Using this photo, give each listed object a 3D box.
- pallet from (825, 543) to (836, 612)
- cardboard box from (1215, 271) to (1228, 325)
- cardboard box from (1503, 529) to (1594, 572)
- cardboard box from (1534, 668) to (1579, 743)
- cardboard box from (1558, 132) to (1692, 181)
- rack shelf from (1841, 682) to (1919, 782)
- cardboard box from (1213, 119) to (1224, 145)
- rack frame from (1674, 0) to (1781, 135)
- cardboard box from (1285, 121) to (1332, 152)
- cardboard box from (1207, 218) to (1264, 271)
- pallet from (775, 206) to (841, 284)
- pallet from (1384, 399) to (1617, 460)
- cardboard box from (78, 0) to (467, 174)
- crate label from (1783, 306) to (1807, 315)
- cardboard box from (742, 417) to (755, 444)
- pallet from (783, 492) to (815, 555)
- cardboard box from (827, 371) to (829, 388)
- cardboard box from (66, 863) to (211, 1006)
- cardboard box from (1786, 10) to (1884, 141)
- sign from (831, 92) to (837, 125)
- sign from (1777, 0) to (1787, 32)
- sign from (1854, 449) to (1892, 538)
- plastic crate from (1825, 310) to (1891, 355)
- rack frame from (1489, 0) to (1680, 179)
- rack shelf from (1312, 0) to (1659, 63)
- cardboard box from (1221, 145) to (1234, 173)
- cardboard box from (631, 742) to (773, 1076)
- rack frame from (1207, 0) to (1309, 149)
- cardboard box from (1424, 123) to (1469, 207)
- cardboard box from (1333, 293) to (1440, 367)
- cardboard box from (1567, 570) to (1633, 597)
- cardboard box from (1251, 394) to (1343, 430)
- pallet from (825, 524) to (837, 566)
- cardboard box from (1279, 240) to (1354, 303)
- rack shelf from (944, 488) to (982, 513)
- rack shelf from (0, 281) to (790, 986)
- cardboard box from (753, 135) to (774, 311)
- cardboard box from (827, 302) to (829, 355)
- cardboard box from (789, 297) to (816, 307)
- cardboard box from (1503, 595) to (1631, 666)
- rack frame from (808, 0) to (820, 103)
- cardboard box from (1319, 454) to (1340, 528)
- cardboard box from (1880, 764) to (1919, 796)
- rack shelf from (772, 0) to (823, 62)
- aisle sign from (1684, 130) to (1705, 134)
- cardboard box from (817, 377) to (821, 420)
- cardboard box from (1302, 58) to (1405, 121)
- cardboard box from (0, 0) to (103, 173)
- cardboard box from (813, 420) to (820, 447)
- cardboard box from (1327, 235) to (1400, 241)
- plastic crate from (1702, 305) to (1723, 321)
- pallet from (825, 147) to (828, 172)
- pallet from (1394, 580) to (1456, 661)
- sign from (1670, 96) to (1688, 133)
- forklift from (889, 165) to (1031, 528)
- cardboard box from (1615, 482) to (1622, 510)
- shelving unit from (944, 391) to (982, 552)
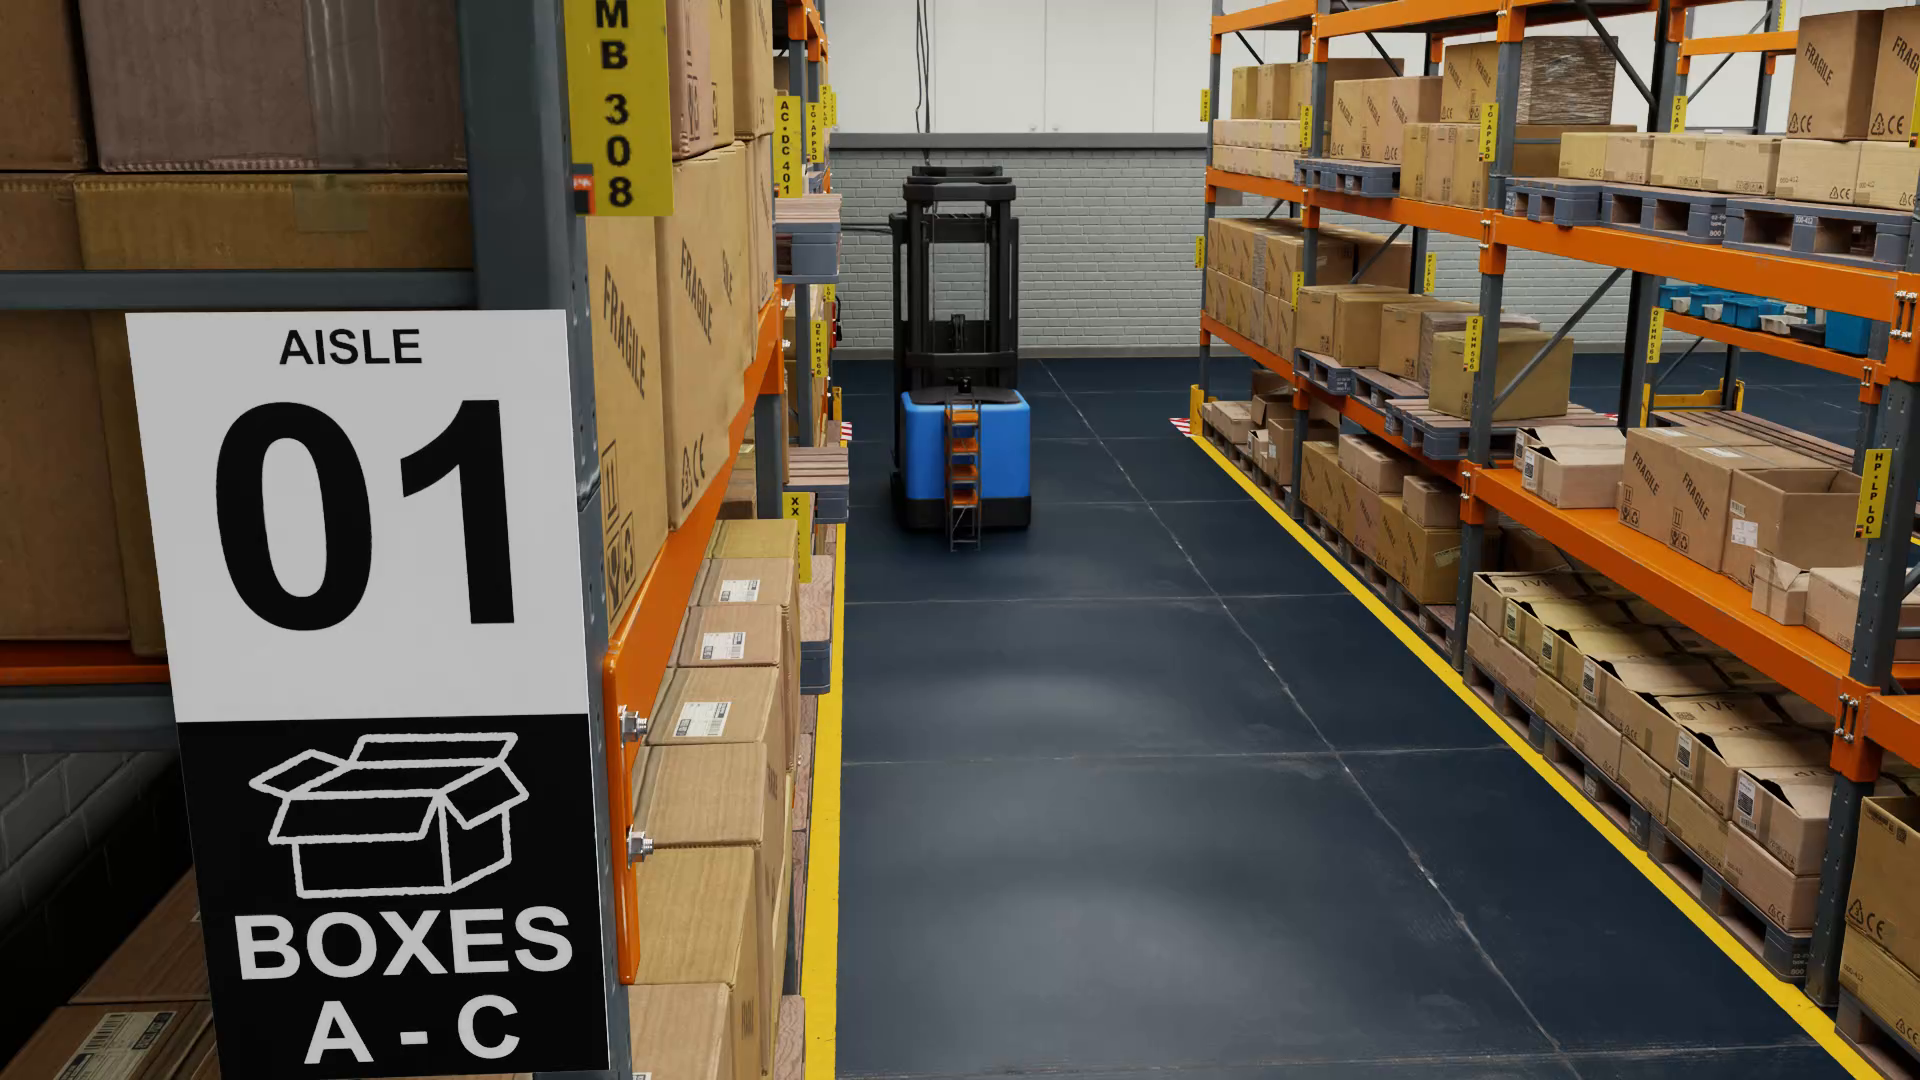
[{"bbox_3d":[-1.406,0.279,12.019,1.003,0.211,1.213,-1,14,-3],"label":"pallet"},{"bbox_3d":[2.890,-2.444,16.806,0.500,0.500,0.500,-1,14,-4],"label":"cardboard box"},{"bbox_3d":[3.841,0.231,10.743,0.500,0.500,0.500,0,14,-1],"label":"cardboard box"},{"bbox_3d":[3.393,0.868,8.807,0.500,0.250,0.500,-1,14,-5],"label":"cardboard box"},{"bbox_3d":[3.668,-2.120,9.186,0.500,0.250,0.500,-2,15,-8],"label":"cardboard box"},{"bbox_3d":[3.955,1.192,4.319,1.077,0.370,4.000,-1,14,-3],"label":"rack shelf"},{"bbox_3d":[2.860,-4.129,16.832,0.500,0.250,0.500,-1,14,-3],"label":"cardboard box"},{"bbox_3d":[8.032,-5.620,17.308,1.000,3.000,0.127,-1,14,-3],"label":"rack frame"},{"bbox_3d":[3.035,-3.383,13.932,0.500,0.250,0.500,-1,14,-3],"label":"cardboard box"},{"bbox_3d":[2.852,-3.057,17.180,0.500,0.500,0.500,0,14,-2],"label":"cardboard box"},{"bbox_3d":[-1.044,-1.094,6.114,1.213,0.211,1.003,-1,14,-3],"label":"pallet"},{"bbox_3d":[3.472,-0.724,10.704,1.213,0.211,1.003,-1,14,-3],"label":"pallet"},{"bbox_3d":[-0.646,-0.677,1.869,0.500,0.500,0.500,-2,15,-7],"label":"cardboard box"},{"bbox_3d":[8.308,-2.274,16.755,0.396,0.136,0.243,-1,14,-3],"label":"crate label"},{"bbox_3d":[-1.209,-0.268,7.464,0.700,0.500,0.500,1,14,4],"label":"cardboard box"},{"bbox_3d":[-1.197,0.013,7.841,1.003,0.211,1.213,-1,14,-3],"label":"pallet"},{"bbox_3d":[-1.506,-1.603,16.608,0.380,0.149,0.250,0,14,-2],"label":"cardboard box"},{"bbox_3d":[-1.127,0.879,2.848,0.500,0.500,0.500,-1,14,-3],"label":"cardboard box"},{"bbox_3d":[3.774,-1.896,6.809,0.500,0.500,0.500,1,14,2],"label":"cardboard box"},{"bbox_3d":[-1.314,-4.409,17.006,0.100,0.325,0.005,-1,14,-3],"label":"sign"},{"bbox_3d":[8.580,-5.476,17.397,0.100,0.325,0.005,-1,14,-3],"label":"sign"},{"bbox_3d":[3.290,-0.166,5.986,0.100,0.325,0.005,-1,14,-3],"label":"sign"},{"bbox_3d":[7.911,-1.851,14.614,0.392,0.384,0.575,-1,14,-3],"label":"plastic crate"},{"bbox_3d":[3.584,-3.554,9.281,1.000,3.000,0.127,-1,14,-3],"label":"rack frame"},{"bbox_3d":[3.460,-3.510,11.354,1.077,0.370,4.000,-1,14,-3],"label":"rack shelf"},{"bbox_3d":[2.884,-3.762,16.411,0.500,0.250,0.500,-1,14,-3],"label":"cardboard box"},{"bbox_3d":[-0.641,0.743,3.376,0.500,0.500,0.500,-1,14,-5],"label":"cardboard box"},{"bbox_3d":[3.088,-5.544,17.014,1.000,3.000,0.127,-1,14,-3],"label":"rack frame"},{"bbox_3d":[3.491,-2.385,10.555,0.910,0.500,0.500,-1,14,-3],"label":"cardboard box"},{"bbox_3d":[3.248,-1.604,12.698,0.700,0.500,0.500,1,14,5],"label":"cardboard box"},{"bbox_3d":[3.862,0.334,9.758,0.500,0.311,0.500,-1,14,-2],"label":"cardboard box"},{"bbox_3d":[3.214,-1.115,15.967,0.797,0.503,0.637,-1,14,-3],"label":"cardboard box"},{"bbox_3d":[-1.485,-0.025,13.201,1.003,0.211,1.213,-1,14,-3],"label":"pallet"},{"bbox_3d":[3.046,-2.298,14.232,0.500,0.500,0.500,-1,14,-3],"label":"cardboard box"},{"bbox_3d":[0.021,-0.293,13.325,0.258,0.148,0.480,-1,14,-5],"label":"rack shelf"},{"bbox_3d":[-0.989,-0.184,3.644,1.077,0.370,4.000,-1,14,-3],"label":"rack shelf"},{"bbox_3d":[-0.834,-0.965,4.997,0.500,0.500,0.500,0,14,-2],"label":"cardboard box"},{"bbox_3d":[-1.665,-2.028,14.788,0.980,0.700,0.700,-1,14,-5],"label":"cardboard box"},{"bbox_3d":[-1.165,-1.387,10.556,0.500,0.250,0.500,-1,14,-4],"label":"cardboard box"},{"bbox_3d":[3.364,0.473,9.218,0.500,0.311,0.500,-1,14,-5],"label":"cardboard box"},{"bbox_3d":[-1.608,-4.472,12.847,1.000,3.000,0.127,-1,14,-3],"label":"rack frame"},{"bbox_3d":[3.167,-0.390,13.155,0.500,0.500,0.500,-1,14,-3],"label":"cardboard box"},{"bbox_3d":[4.054,1.096,6.797,0.500,0.311,0.500,-1,14,-3],"label":"cardboard box"},{"bbox_3d":[-1.484,-3.432,11.053,1.077,0.370,4.000,-1,14,-3],"label":"rack shelf"},{"bbox_3d":[7.731,-3.986,17.783,0.394,0.787,0.004,-1,14,-3],"label":"aisle sign"},{"bbox_3d":[-1.158,-1.029,10.668,0.500,0.500,0.500,0,14,-2],"label":"cardboard box"},{"bbox_3d":[3.268,-3.749,13.852,0.700,0.500,0.500,-1,14,-3],"label":"cardboard box"},{"bbox_3d":[-1.152,-0.680,1.883,0.500,0.500,0.500,0,14,-1],"label":"cardboard box"},{"bbox_3d":[-1.088,-0.675,10.595,0.380,0.149,0.250,0,14,-2],"label":"cardboard box"},{"bbox_3d":[3.555,-2.426,14.729,0.500,0.500,0.500,-1,14,-5],"label":"cardboard box"},{"bbox_3d":[7.698,-2.299,16.852,0.250,0.136,0.298,-1,14,-3],"label":"plastic crate"},{"bbox_3d":[-1.721,-3.482,15.200,1.003,0.211,1.213,-1,14,-3],"label":"pallet"},{"bbox_3d":[3.575,0.515,11.100,1.003,0.211,1.213,-1,14,-3],"label":"pallet"},{"bbox_3d":[4.138,-2.397,9.606,0.100,0.325,0.005,-1,14,-3],"label":"sign"},{"bbox_3d":[-0.059,-1.833,14.767,1.130,2.935,3.031,-1,14,-5],"label":"forklift"},{"bbox_3d":[3.719,-0.211,8.831,0.380,0.149,0.250,0,14,1],"label":"cardboard box"},{"bbox_3d":[0.021,-0.551,13.259,0.258,1.200,0.503,-1,14,-5],"label":"shelving unit"}]
